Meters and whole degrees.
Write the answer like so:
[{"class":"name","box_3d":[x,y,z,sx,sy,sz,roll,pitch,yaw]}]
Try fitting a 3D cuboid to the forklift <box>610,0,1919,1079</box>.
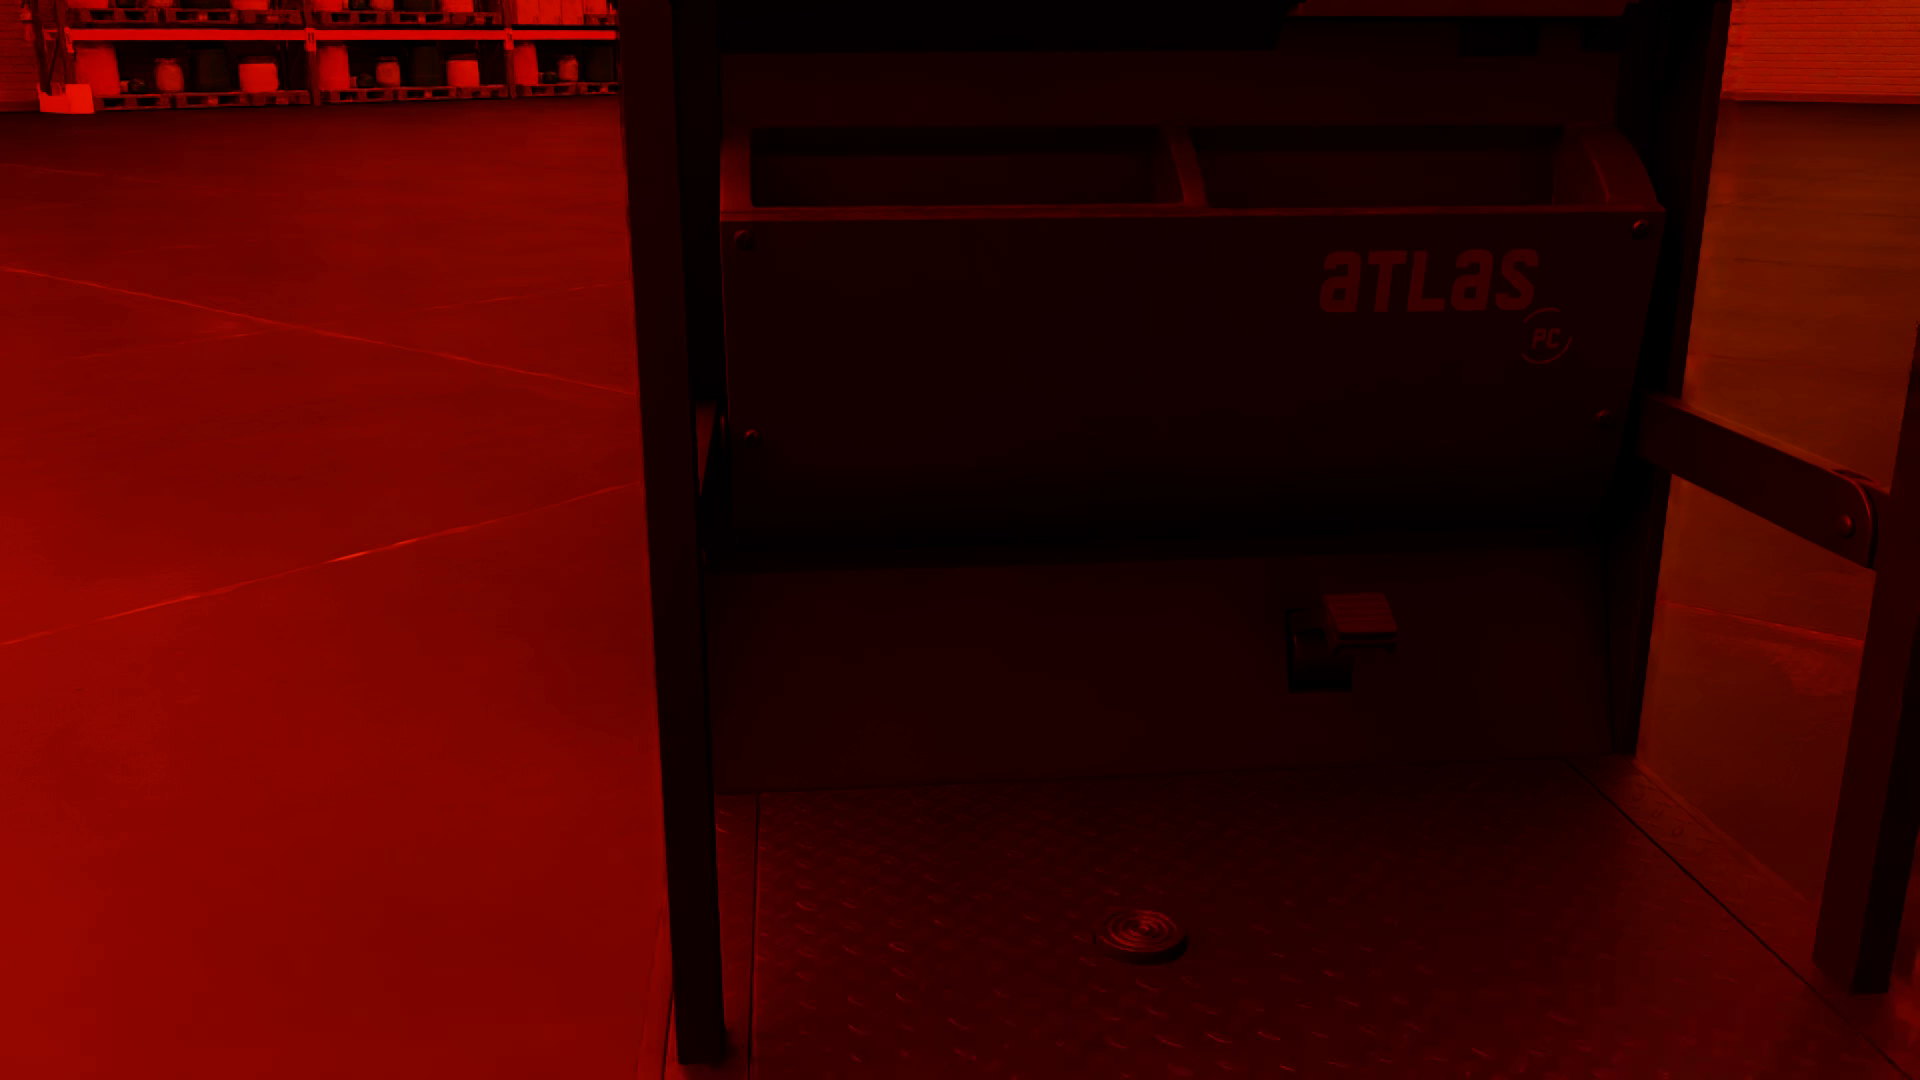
[{"class":"forklift","box_3d":[0.254,-0.739,1.330,1.130,2.935,3.031,-2,17,-6]}]
